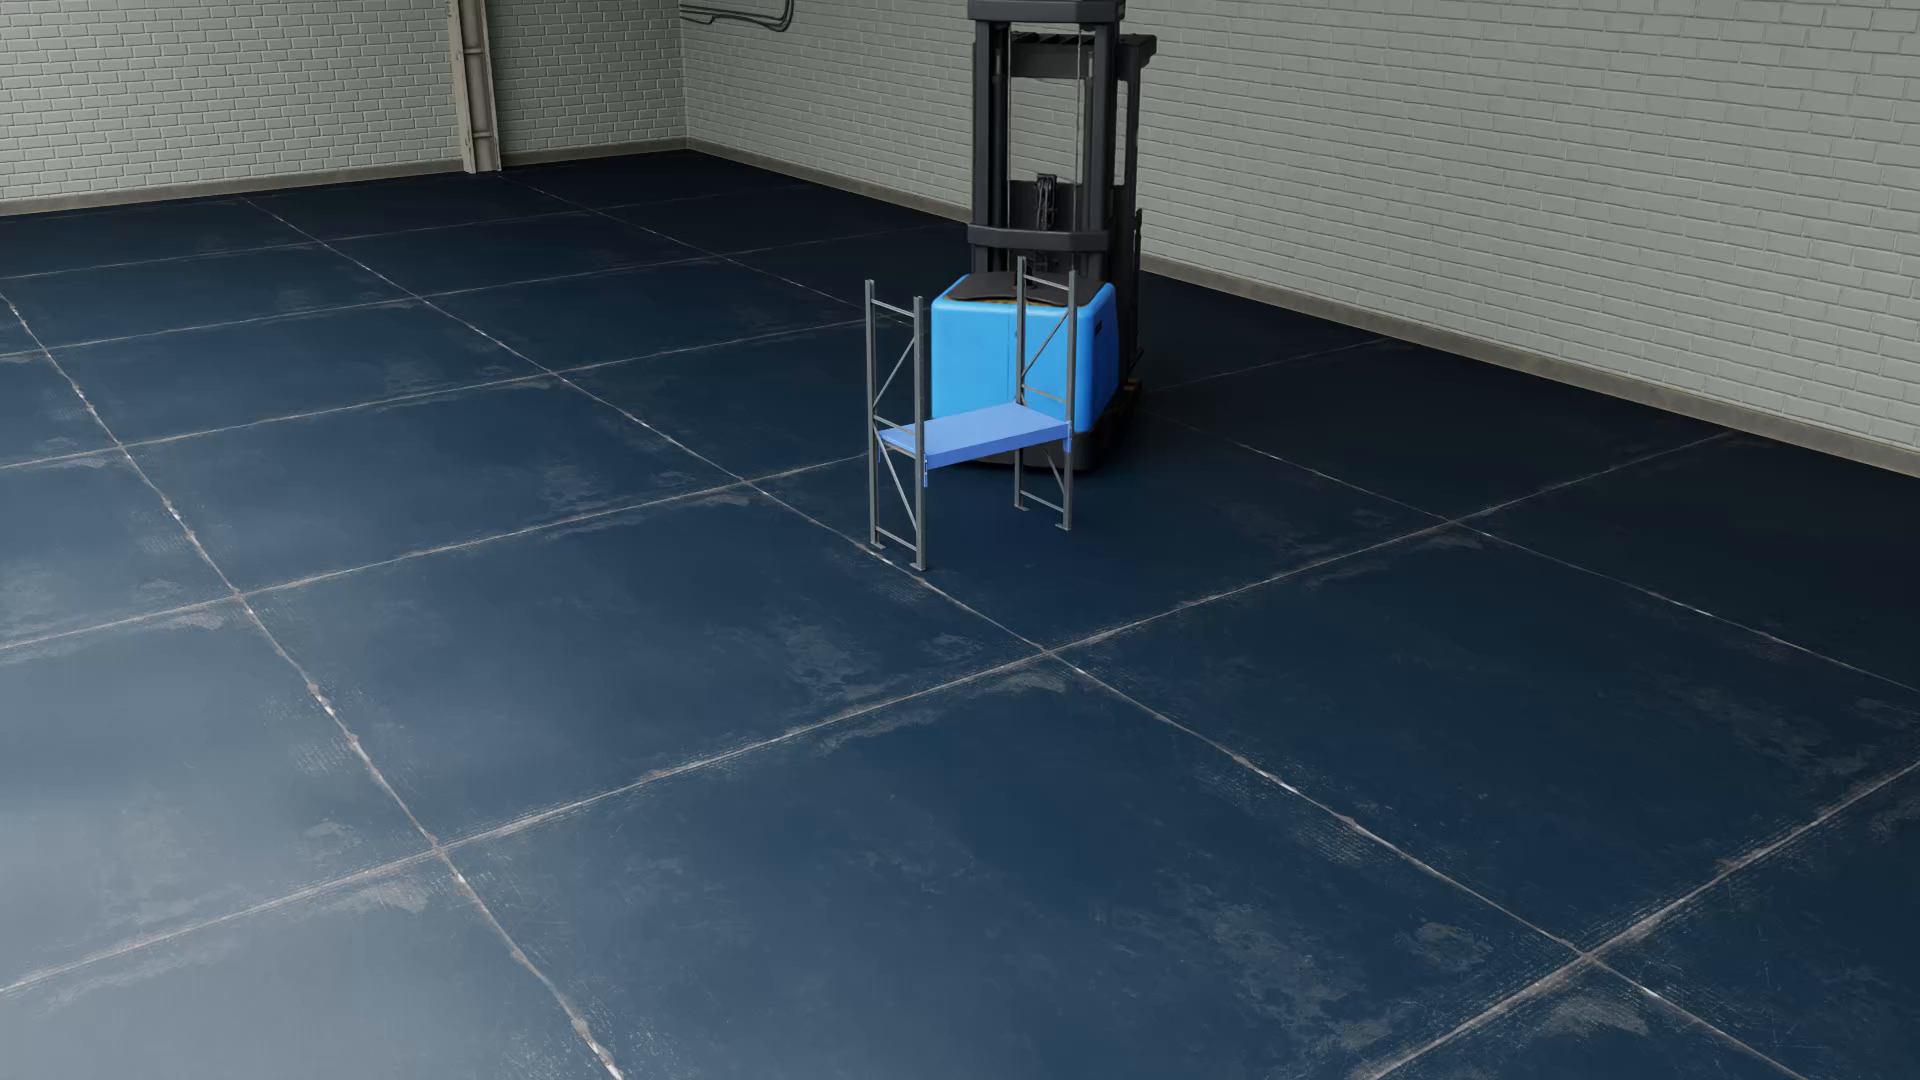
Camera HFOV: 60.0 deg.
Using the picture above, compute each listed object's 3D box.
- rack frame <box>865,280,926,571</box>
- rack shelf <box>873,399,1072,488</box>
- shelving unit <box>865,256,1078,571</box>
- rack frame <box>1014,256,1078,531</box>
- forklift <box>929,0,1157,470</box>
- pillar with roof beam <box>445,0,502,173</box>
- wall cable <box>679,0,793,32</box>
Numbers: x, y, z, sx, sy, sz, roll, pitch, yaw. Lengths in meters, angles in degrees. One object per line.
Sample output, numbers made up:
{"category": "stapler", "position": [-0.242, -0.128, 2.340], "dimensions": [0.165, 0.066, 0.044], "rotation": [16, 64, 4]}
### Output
{"category": "rack frame", "position": [-0.343, -0.605, 8.889], "dimensions": [0.032, 1.500, 0.500], "rotation": [-15, 26, -33]}
{"category": "rack shelf", "position": [0.069, -0.548, 9.231], "dimensions": [1.000, 0.185, 0.538], "rotation": [-15, 26, -33]}
{"category": "shelving unit", "position": [0.069, -0.715, 9.165], "dimensions": [1.048, 1.500, 0.538], "rotation": [-15, 26, -33]}
{"category": "rack frame", "position": [0.482, -0.825, 9.440], "dimensions": [0.032, 1.500, 0.500], "rotation": [-15, 26, -33]}
{"category": "forklift", "position": [0.681, -2.309, 11.229], "dimensions": [1.130, 2.935, 3.031], "rotation": [6, 22, 14]}
{"category": "pillar with roof beam", "position": [-3.574, -7.599, 16.298], "dimensions": [0.400, 9.000, 9.100], "rotation": [-15, 26, -33]}
{"category": "wall cable", "position": [-2.924, -7.692, 20.721], "dimensions": [0.112, 2.526, 3.097], "rotation": [-15, 26, -33]}
